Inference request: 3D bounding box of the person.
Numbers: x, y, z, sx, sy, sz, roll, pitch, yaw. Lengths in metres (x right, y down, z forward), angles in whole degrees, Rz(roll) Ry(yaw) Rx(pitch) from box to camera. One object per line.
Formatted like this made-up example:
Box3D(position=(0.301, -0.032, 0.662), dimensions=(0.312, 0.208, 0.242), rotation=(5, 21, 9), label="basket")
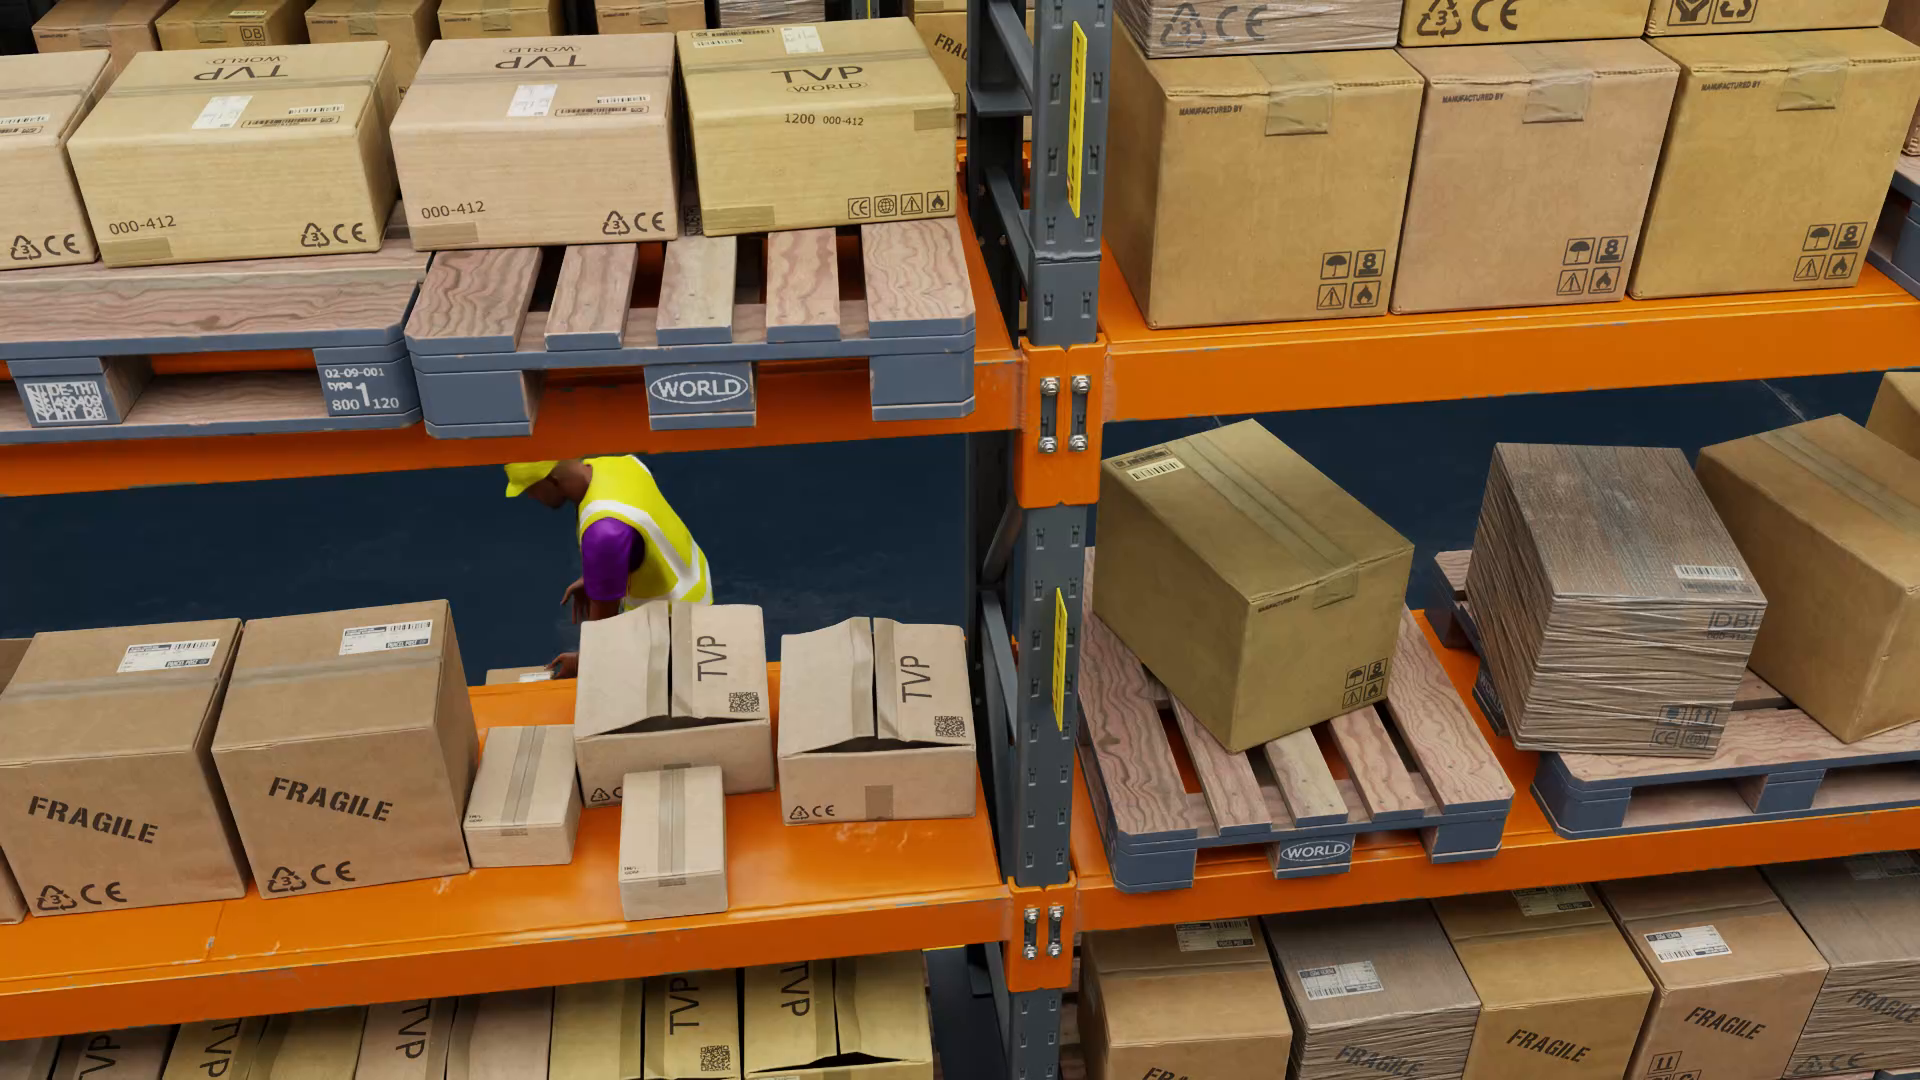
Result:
Box3D(position=(-1.202, 0.259, 5.925), dimensions=(0.644, 1.568, 0.622), rotation=(-4, 35, -6), label="person")
